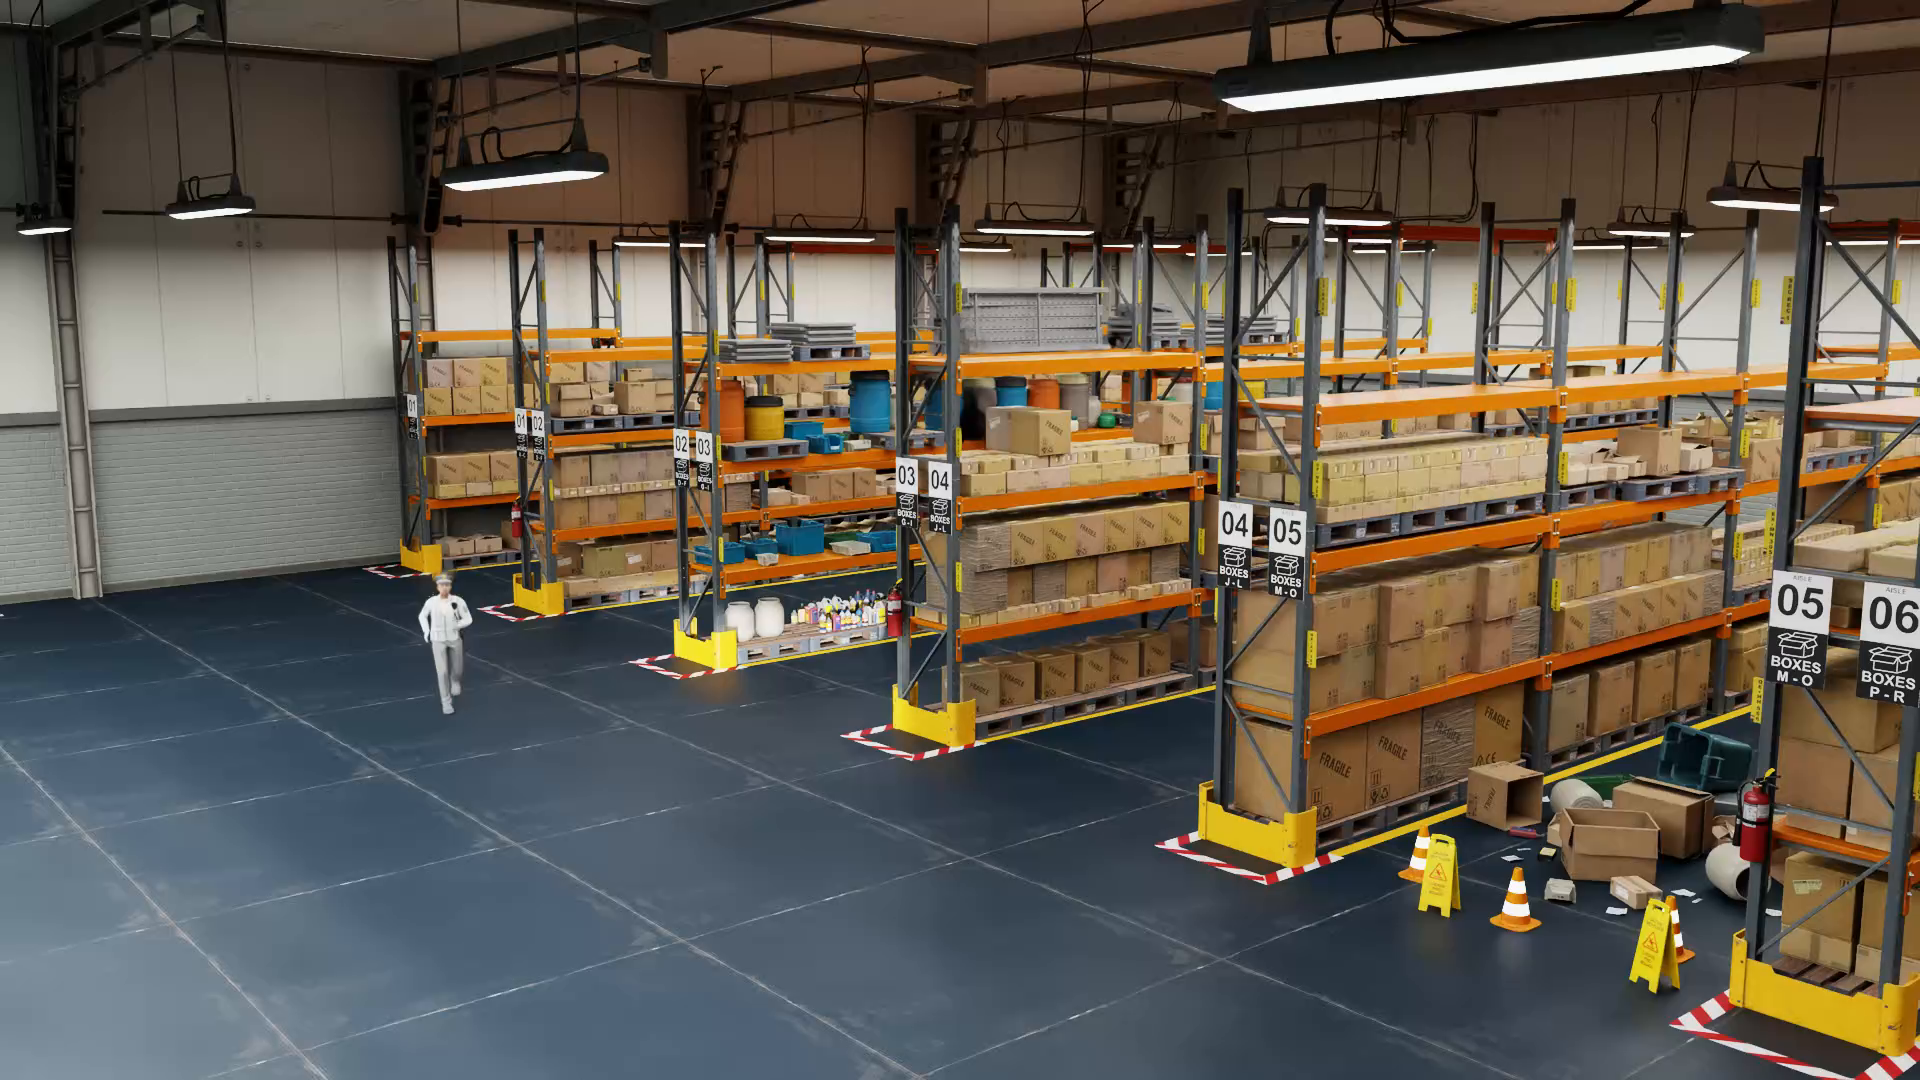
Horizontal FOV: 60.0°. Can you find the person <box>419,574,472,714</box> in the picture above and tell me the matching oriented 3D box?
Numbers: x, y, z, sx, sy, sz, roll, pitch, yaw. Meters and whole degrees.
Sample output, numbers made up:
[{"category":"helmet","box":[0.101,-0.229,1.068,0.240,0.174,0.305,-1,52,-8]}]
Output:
[{"category":"person","box":[-6.270,1.228,20.305,0.625,1.662,0.843,-3,9,-18]}]

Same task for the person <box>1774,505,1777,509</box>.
[{"category":"person","box":[12.808,0.335,25.906,0.735,1.768,0.680,-4,10,-27]}]

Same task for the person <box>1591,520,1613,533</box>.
[{"category":"person","box":[9.633,0.472,24.928,0.662,1.716,0.968,8,12,40]}]
